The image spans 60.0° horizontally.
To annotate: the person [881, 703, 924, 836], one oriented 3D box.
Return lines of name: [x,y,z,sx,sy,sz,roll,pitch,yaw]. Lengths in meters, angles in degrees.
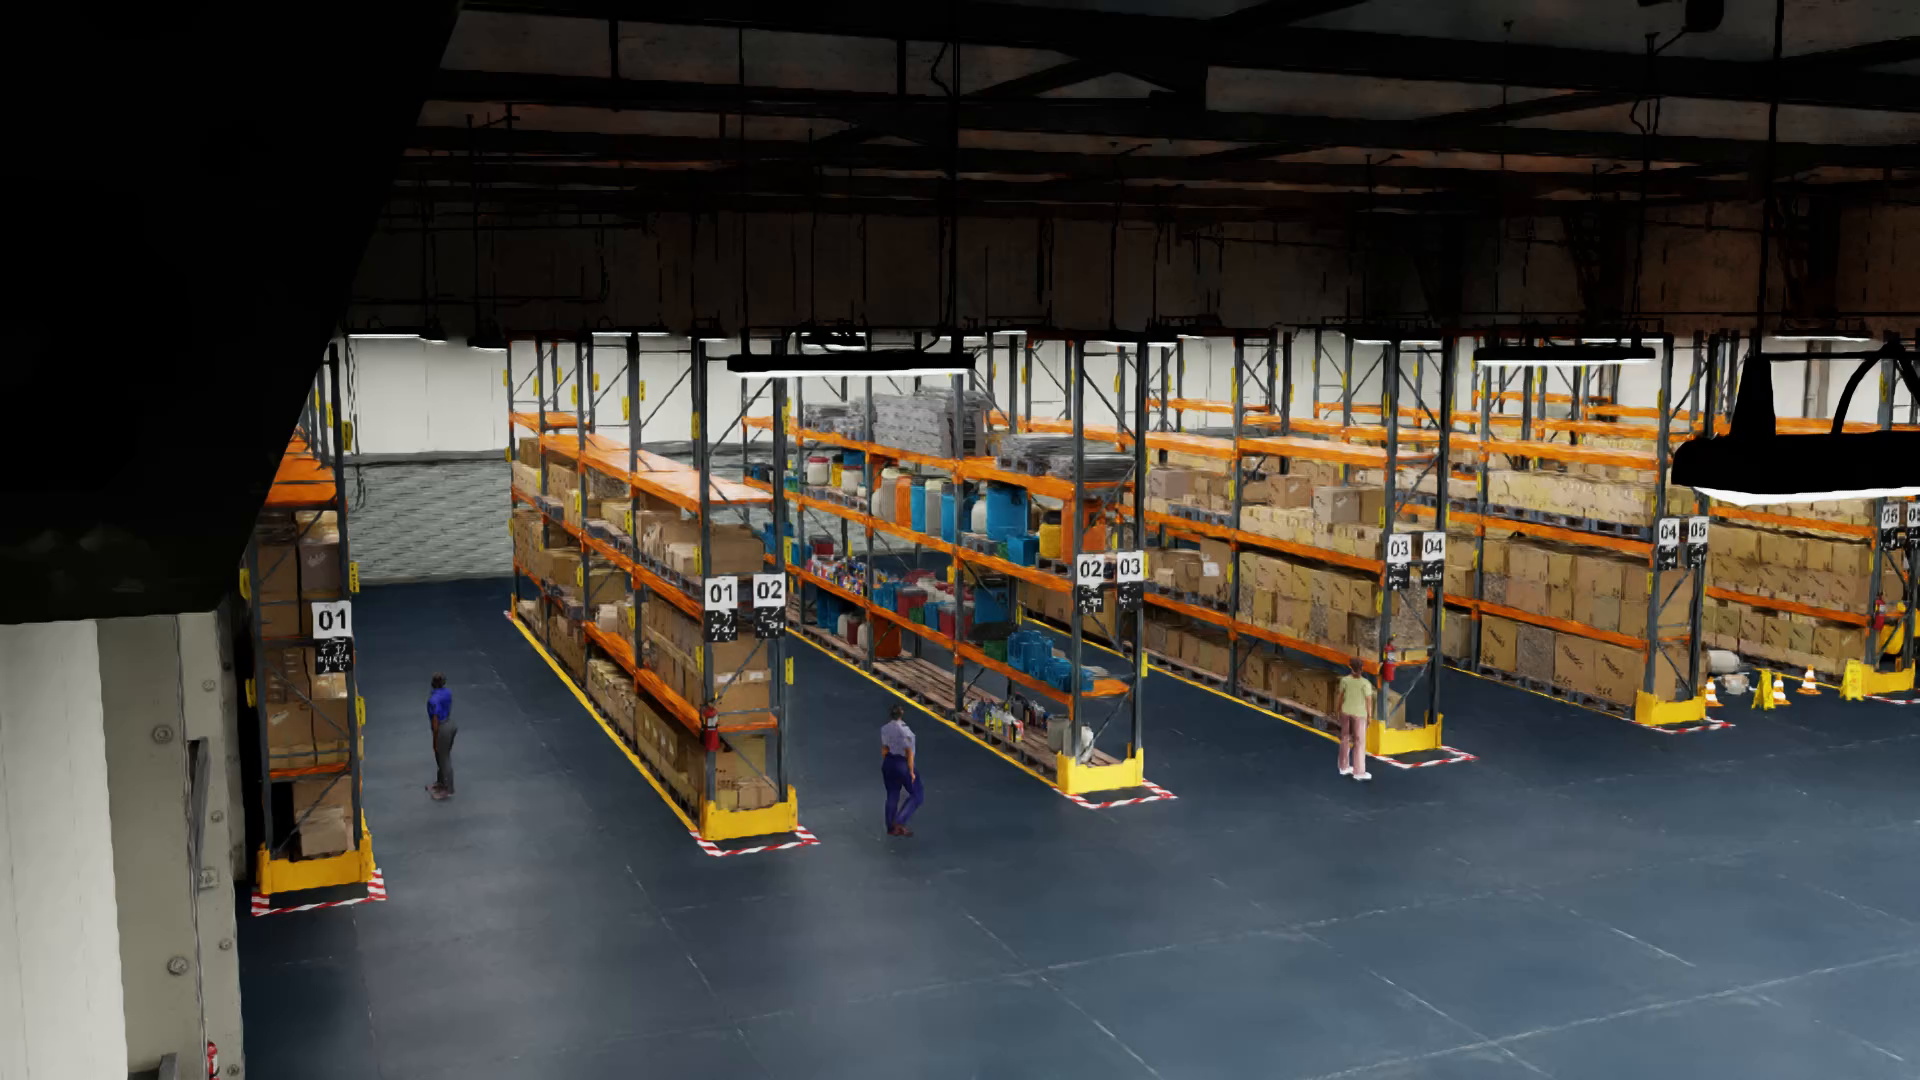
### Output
person: [-0.738,2.788,20.164,0.531,1.645,0.426,6,10,38]

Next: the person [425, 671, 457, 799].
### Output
person: [-6.856,2.537,21.865,0.468,1.661,0.497,1,8,8]

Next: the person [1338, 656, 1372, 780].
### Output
person: [5.407,2.409,22.720,0.499,1.677,0.432,6,10,35]
